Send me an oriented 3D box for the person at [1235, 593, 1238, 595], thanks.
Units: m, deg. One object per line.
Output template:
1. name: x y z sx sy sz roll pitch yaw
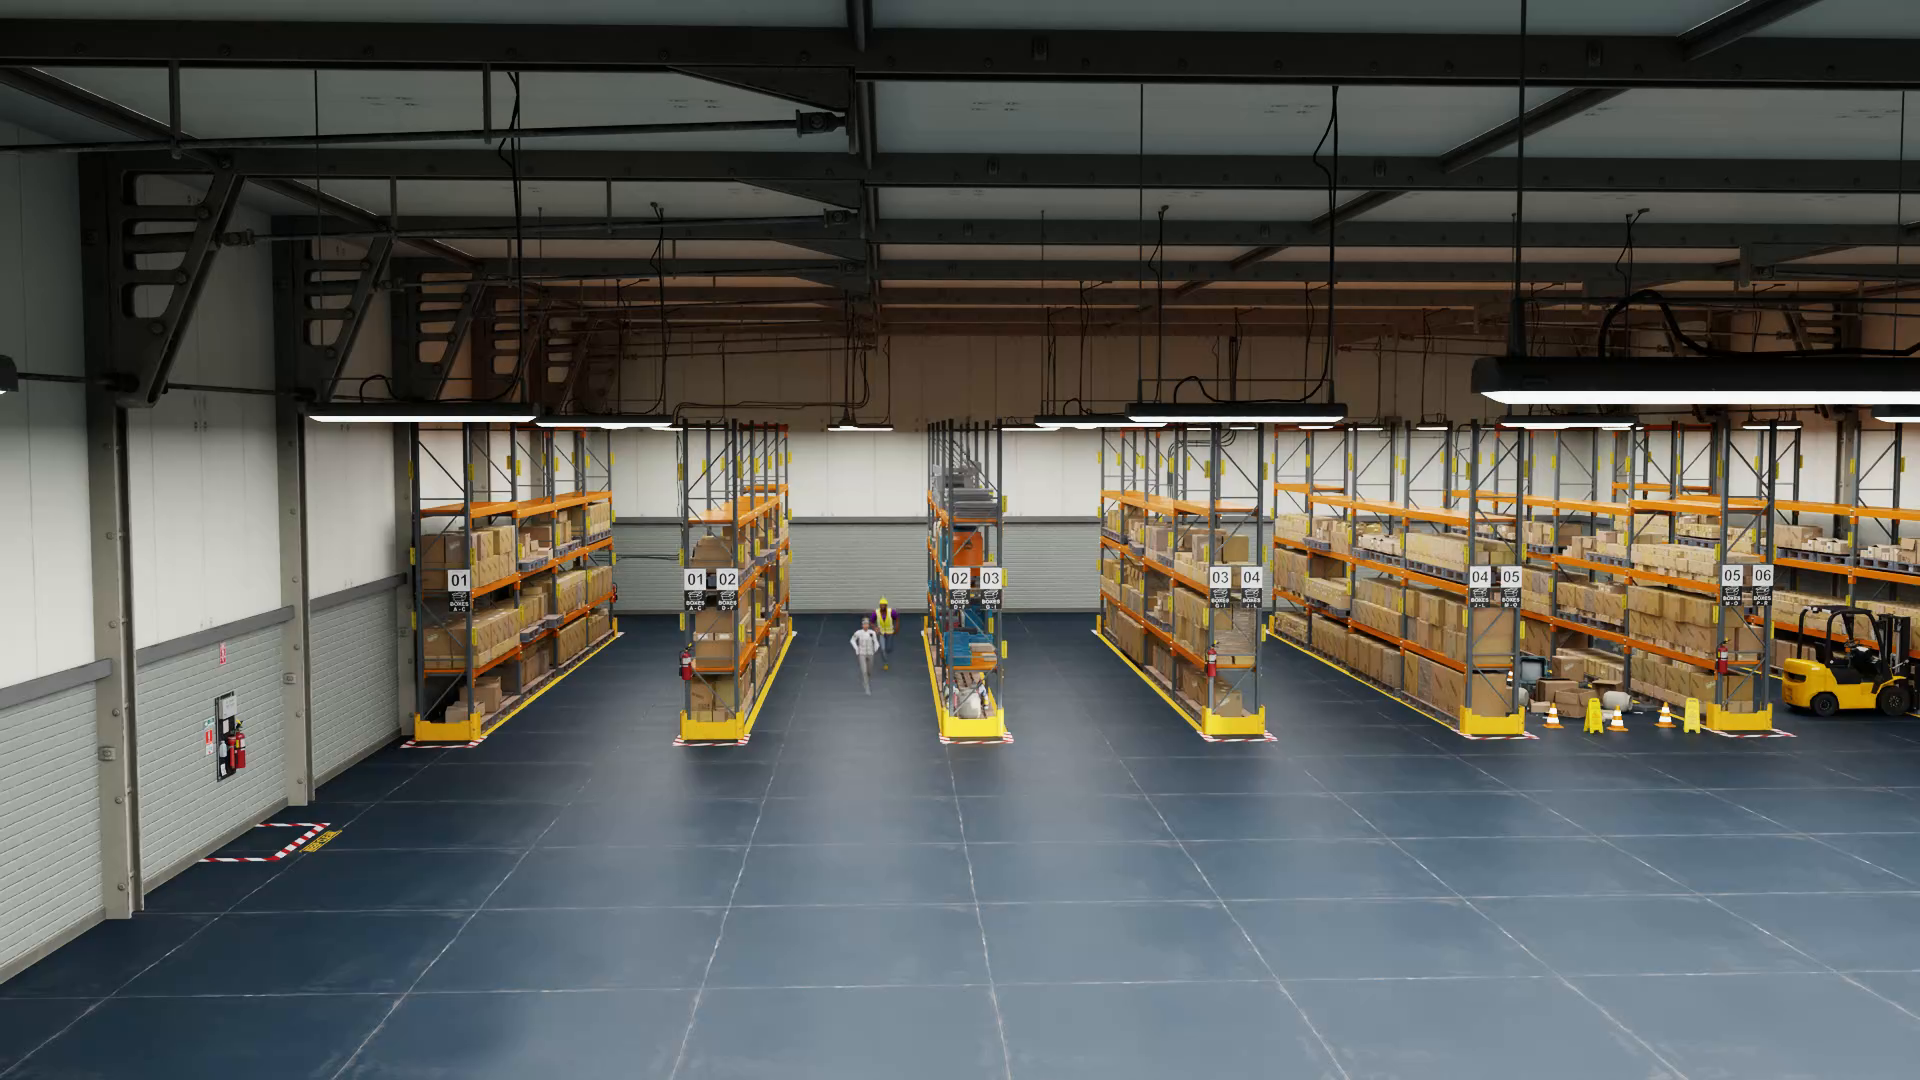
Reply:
1. person: 7.195 1.967 44.773 0.682 1.834 0.773 0 4 -6

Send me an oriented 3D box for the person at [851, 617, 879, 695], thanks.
1. person: -2.091 2.545 36.745 0.618 1.694 0.826 -1 4 -14

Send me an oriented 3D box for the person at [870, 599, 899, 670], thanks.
1. person: -1.844 2.286 40.604 0.737 1.720 0.705 -1 4 -9

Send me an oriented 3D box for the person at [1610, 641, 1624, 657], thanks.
1. person: 16.647 2.133 42.059 0.695 1.753 0.667 0 4 -2
